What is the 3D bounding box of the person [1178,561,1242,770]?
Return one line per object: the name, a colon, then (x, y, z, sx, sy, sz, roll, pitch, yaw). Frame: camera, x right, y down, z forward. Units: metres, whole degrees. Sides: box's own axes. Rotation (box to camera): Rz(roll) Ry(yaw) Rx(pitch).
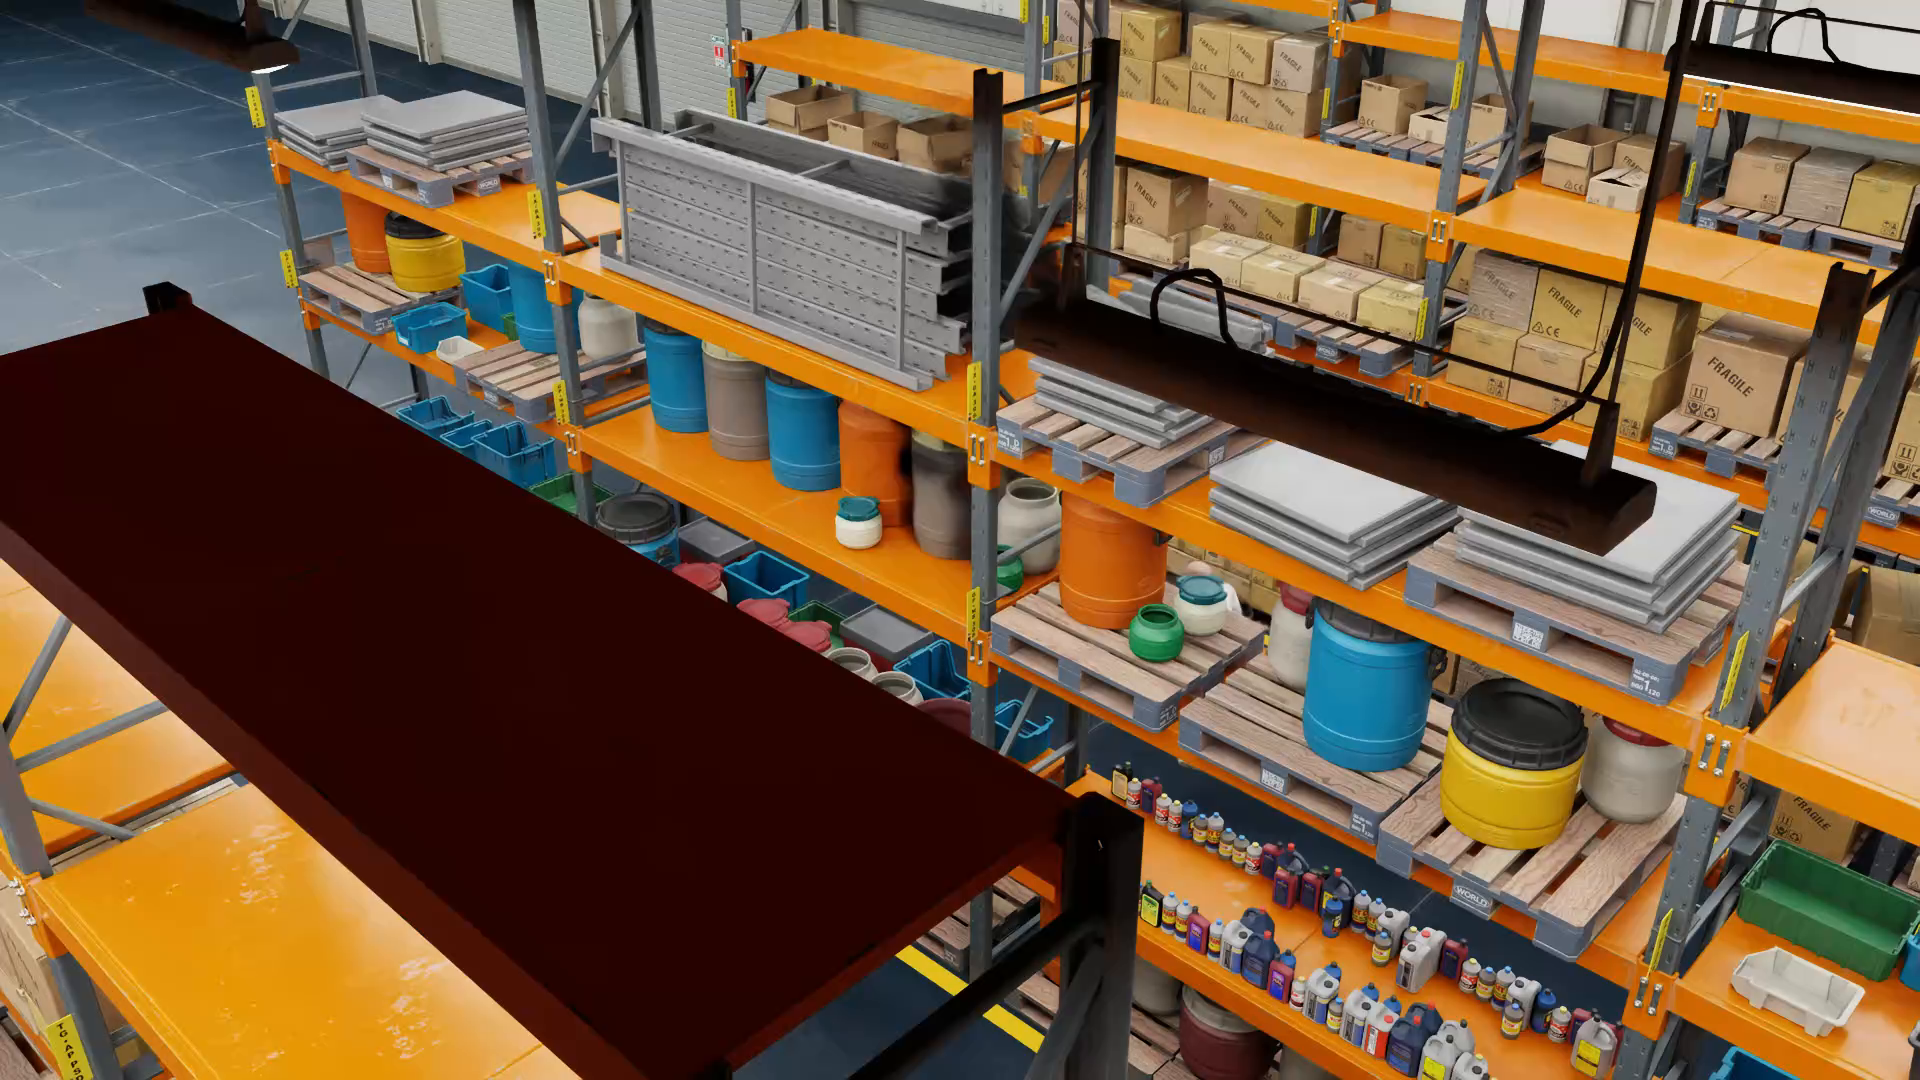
person: (1.918, 0.987, 12.190, 0.799, 1.722, 0.704, 22, 36, 33)
